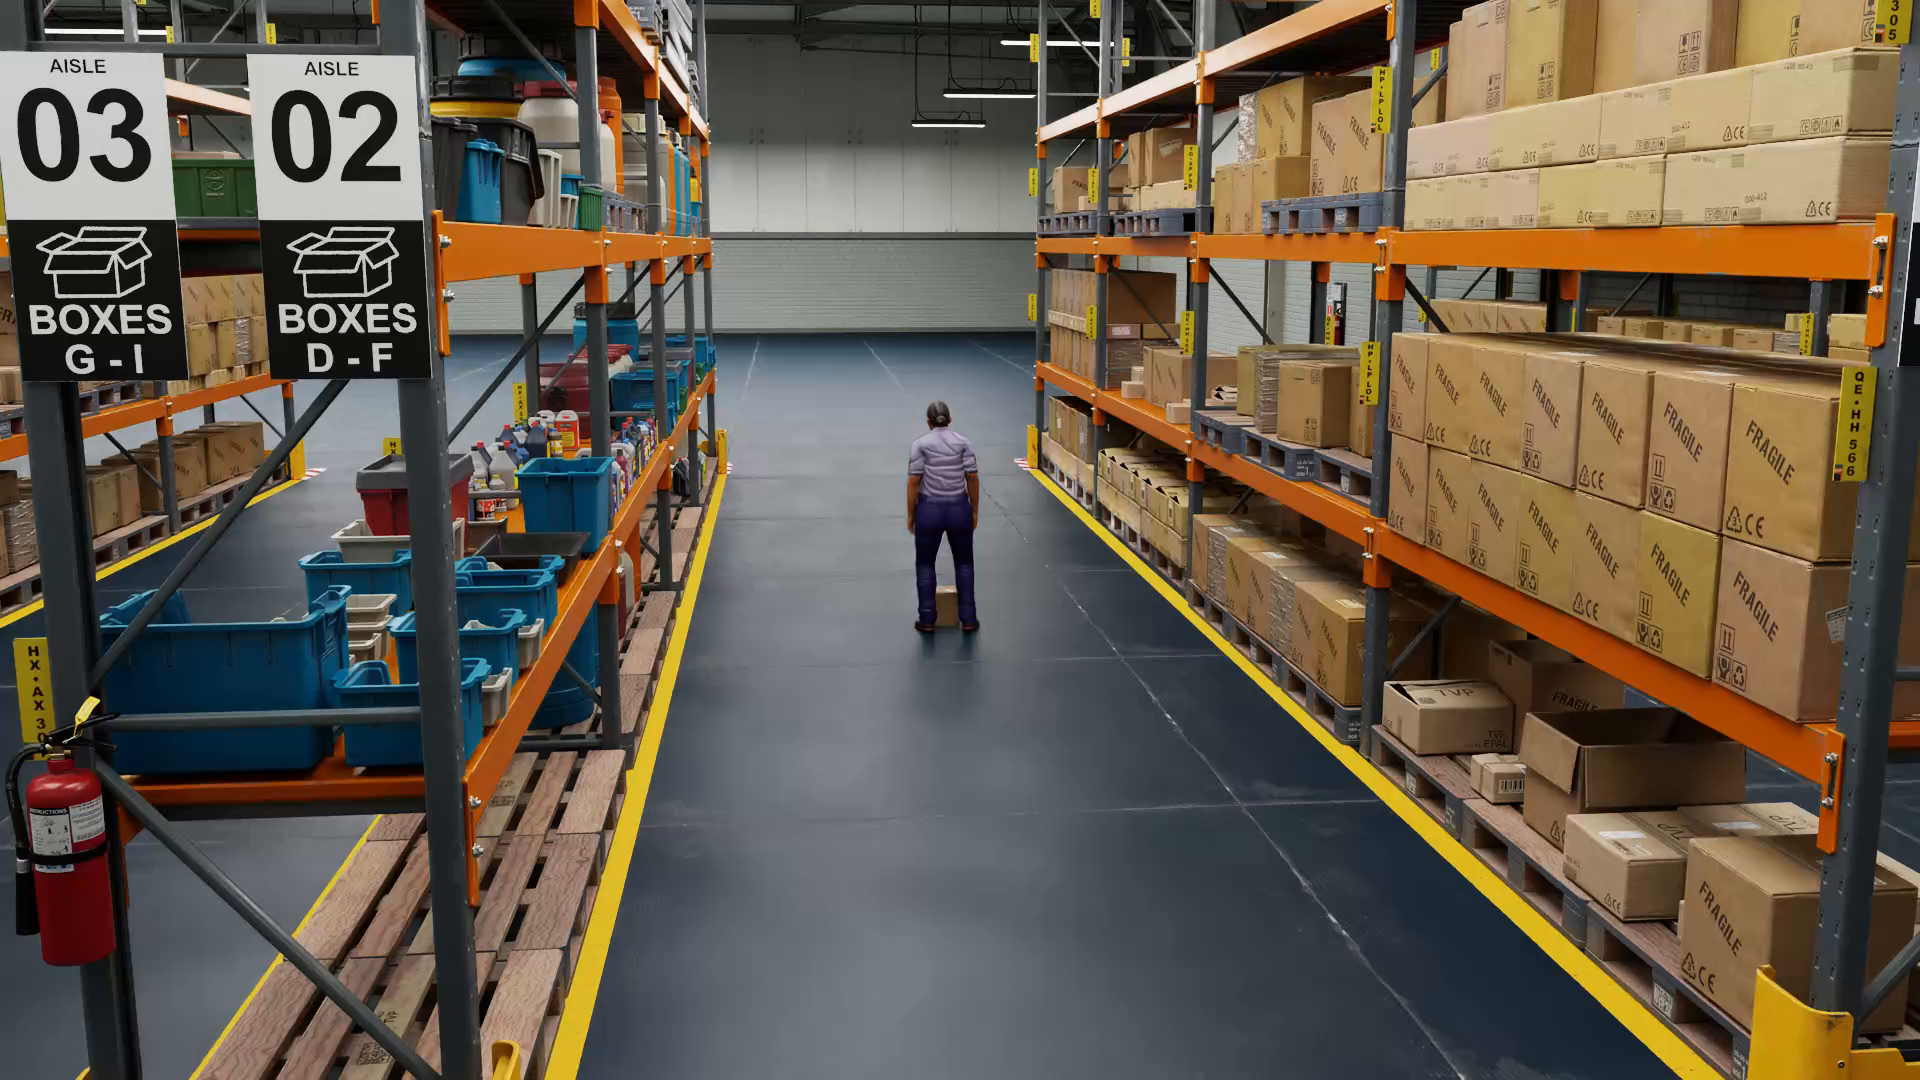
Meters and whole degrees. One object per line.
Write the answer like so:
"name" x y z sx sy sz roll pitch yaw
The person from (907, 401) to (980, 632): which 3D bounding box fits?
"person" -0.112 -0.164 11.853 0.548 1.650 0.374 -2 10 -9
